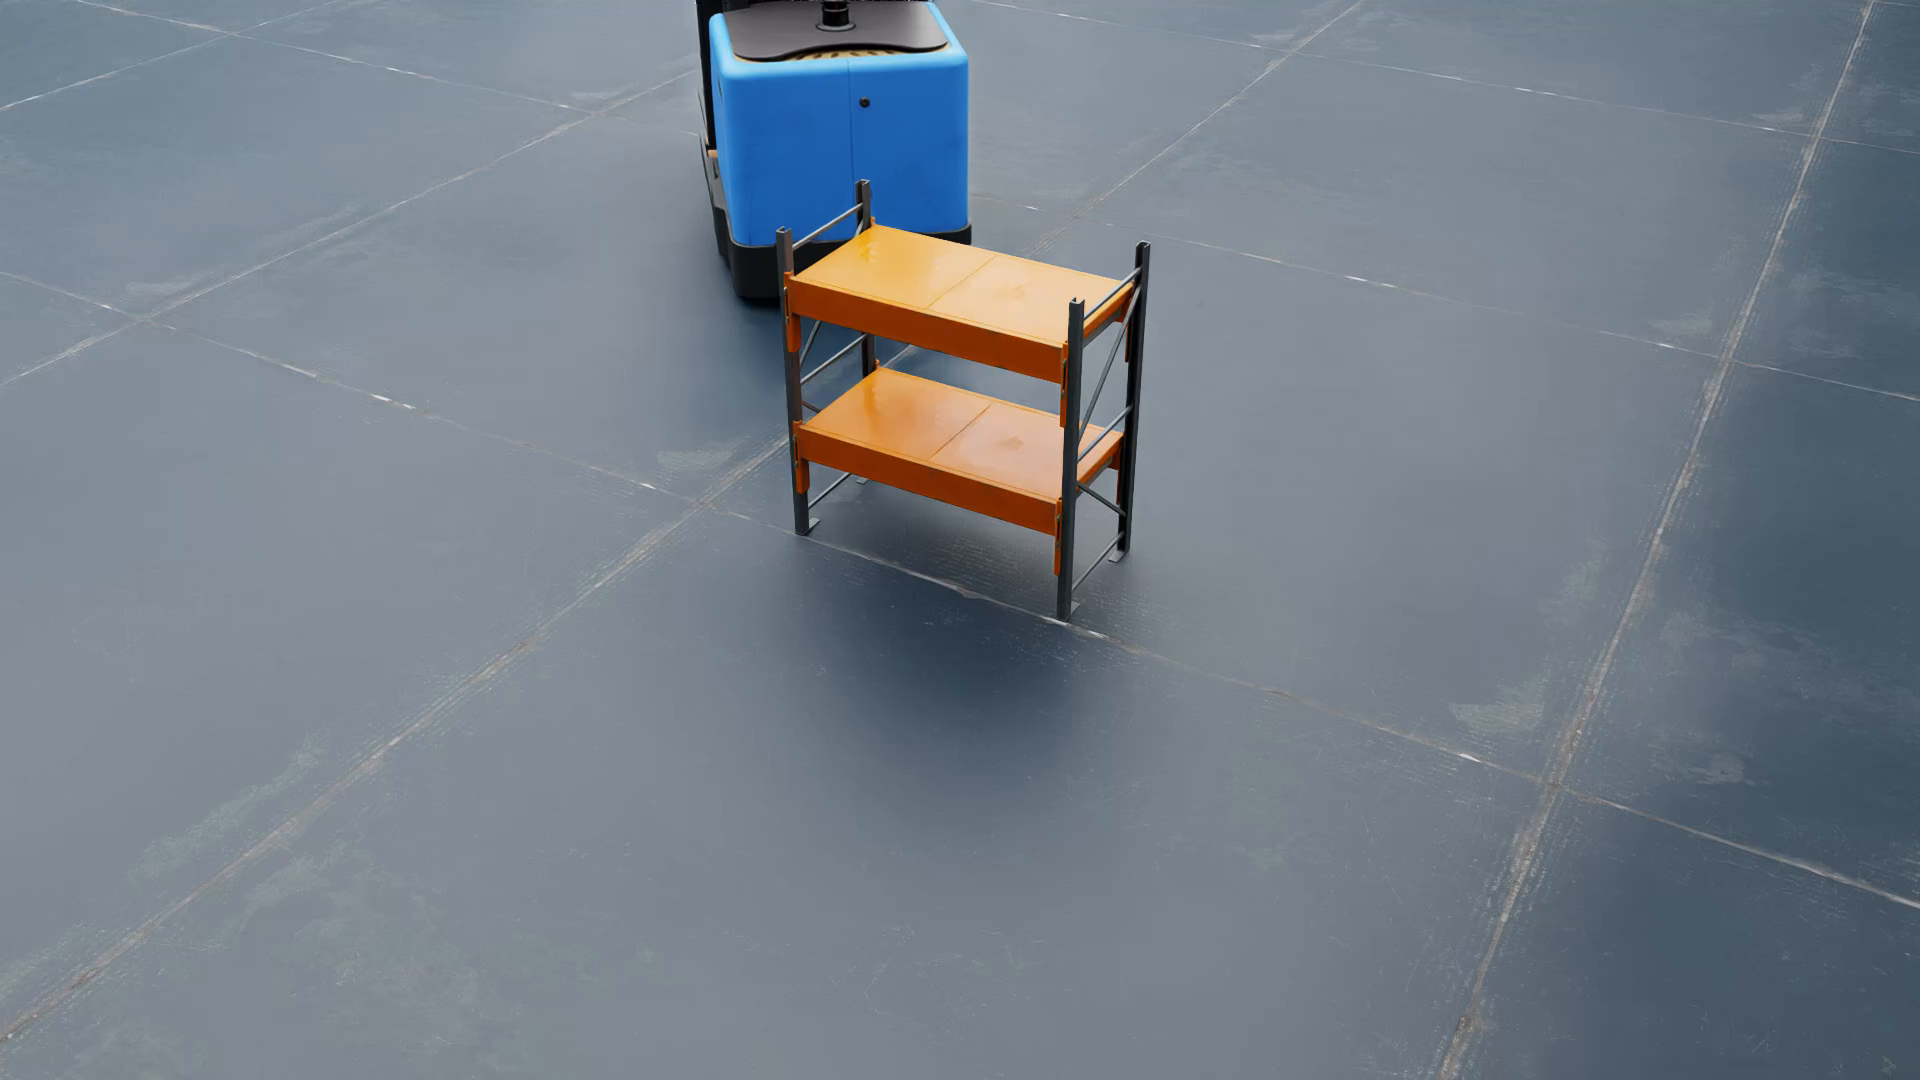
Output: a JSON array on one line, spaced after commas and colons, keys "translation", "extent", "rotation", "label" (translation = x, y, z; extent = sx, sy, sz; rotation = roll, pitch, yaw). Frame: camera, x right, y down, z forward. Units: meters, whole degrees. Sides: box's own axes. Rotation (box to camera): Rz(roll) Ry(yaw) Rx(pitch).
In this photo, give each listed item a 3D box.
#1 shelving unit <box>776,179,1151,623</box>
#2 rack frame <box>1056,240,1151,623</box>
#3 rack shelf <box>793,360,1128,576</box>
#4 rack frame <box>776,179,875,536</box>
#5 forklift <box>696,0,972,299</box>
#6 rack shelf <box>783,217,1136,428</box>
[{"translation": [0.006, -0.466, 5.435], "extent": [1.048, 1.125, 0.538], "rotation": [18, 37, 24], "label": "shelving unit"}, {"translation": [0.447, -0.327, 5.225], "extent": [0.032, 1.125, 0.500], "rotation": [18, 37, 24], "label": "rack frame"}, {"translation": [0.006, -0.263, 5.571], "extent": [1.000, 0.278, 0.538], "rotation": [18, 37, 24], "label": "rack shelf"}, {"translation": [-0.435, -0.606, 5.645], "extent": [0.032, 1.125, 0.500], "rotation": [18, 37, 24], "label": "rack frame"}, {"translation": [-0.738, -3.072, 7.719], "extent": [1.130, 2.935, 3.031], "rotation": [-6, 34, -9], "label": "forklift"}, {"translation": [0.006, -0.710, 5.273], "extent": [1.000, 0.278, 0.538], "rotation": [18, 37, 24], "label": "rack shelf"}]
